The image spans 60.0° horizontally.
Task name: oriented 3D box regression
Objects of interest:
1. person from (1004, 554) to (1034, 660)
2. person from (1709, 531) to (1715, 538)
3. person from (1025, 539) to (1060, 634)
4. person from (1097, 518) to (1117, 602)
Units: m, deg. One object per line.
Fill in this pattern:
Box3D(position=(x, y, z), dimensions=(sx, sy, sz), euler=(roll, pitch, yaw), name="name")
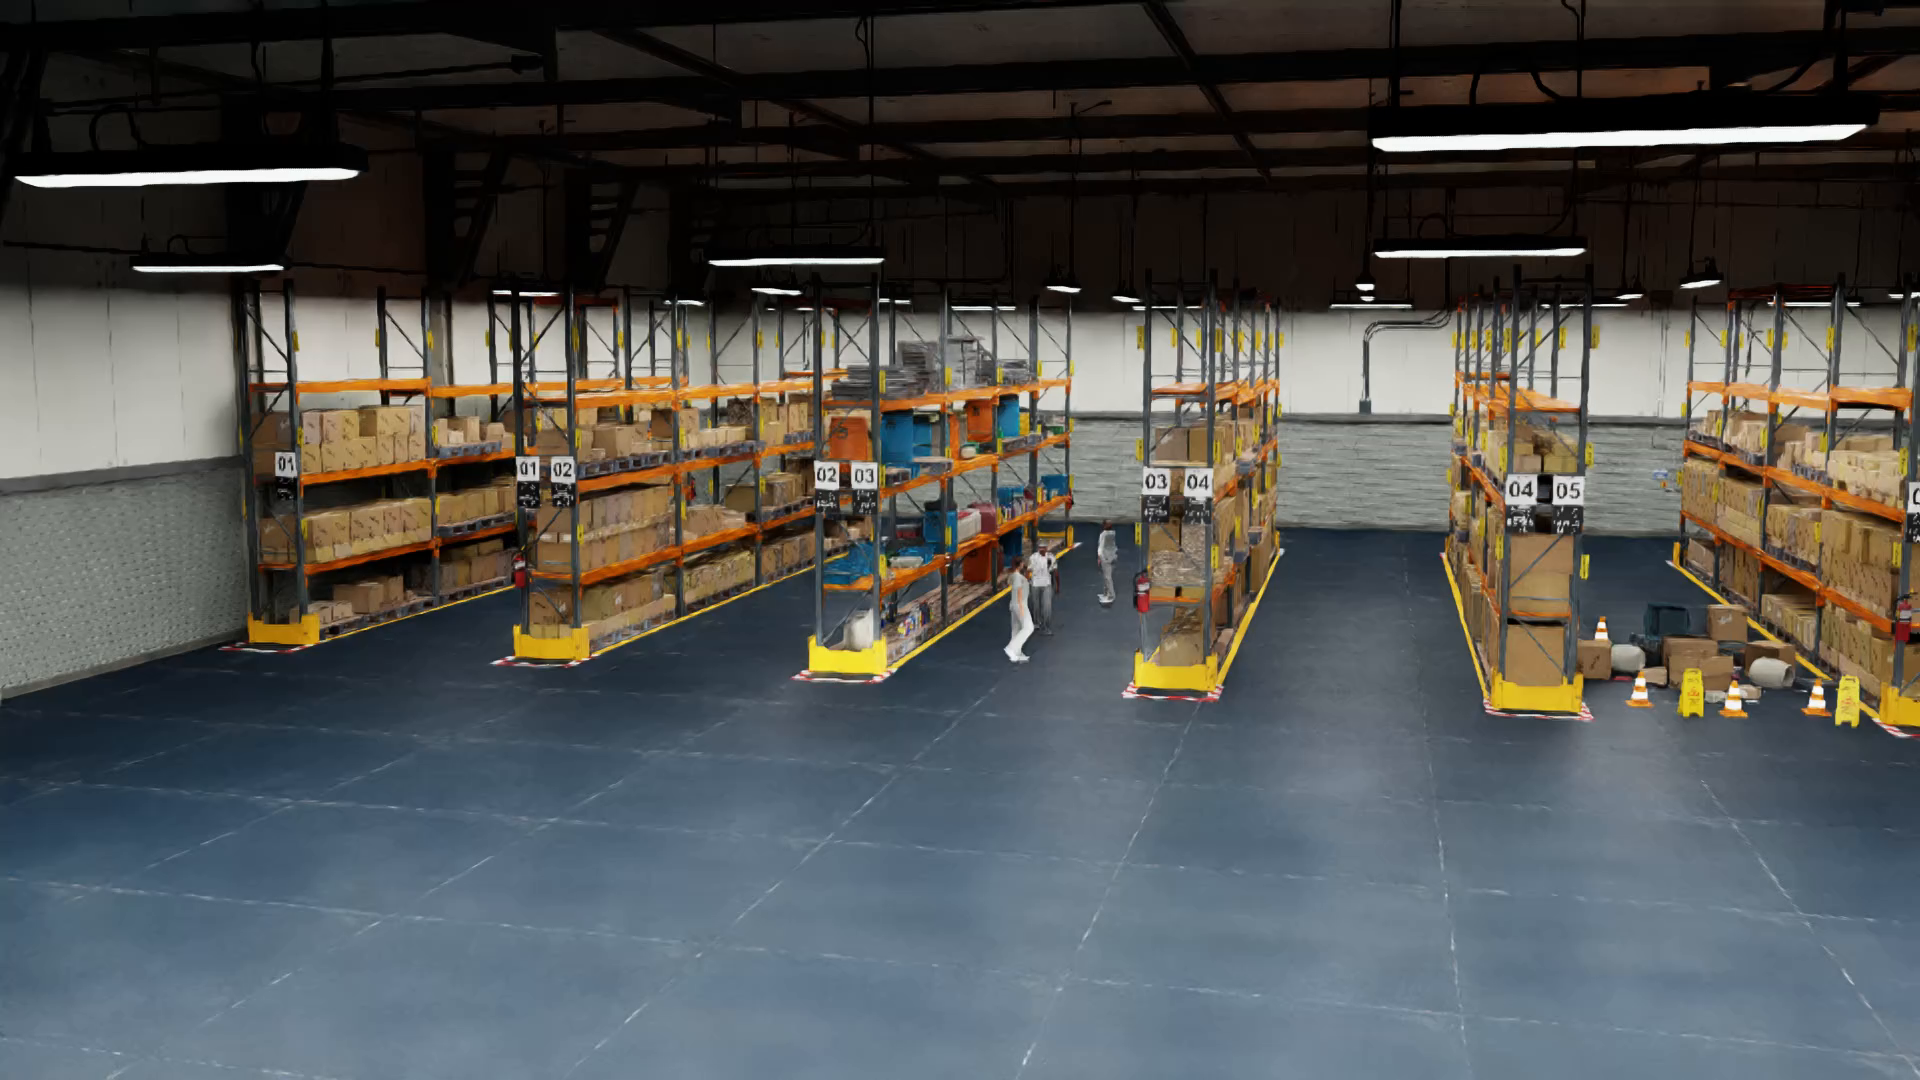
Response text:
Box3D(position=(0.898, 1.064, 25.982), dimensions=(0.432, 1.670, 0.503), euler=(-2, 7, -14), name="person")
Box3D(position=(17.939, -0.563, 39.164), dimensions=(0.656, 1.770, 0.607), euler=(-4, 8, -29), name="person")
Box3D(position=(1.427, 0.765, 28.616), dimensions=(0.587, 1.644, 0.662), euler=(1, 7, 5), name="person")
Box3D(position=(2.816, 0.376, 31.927), dimensions=(0.522, 1.591, 0.523), euler=(6, 9, 42), name="person")
